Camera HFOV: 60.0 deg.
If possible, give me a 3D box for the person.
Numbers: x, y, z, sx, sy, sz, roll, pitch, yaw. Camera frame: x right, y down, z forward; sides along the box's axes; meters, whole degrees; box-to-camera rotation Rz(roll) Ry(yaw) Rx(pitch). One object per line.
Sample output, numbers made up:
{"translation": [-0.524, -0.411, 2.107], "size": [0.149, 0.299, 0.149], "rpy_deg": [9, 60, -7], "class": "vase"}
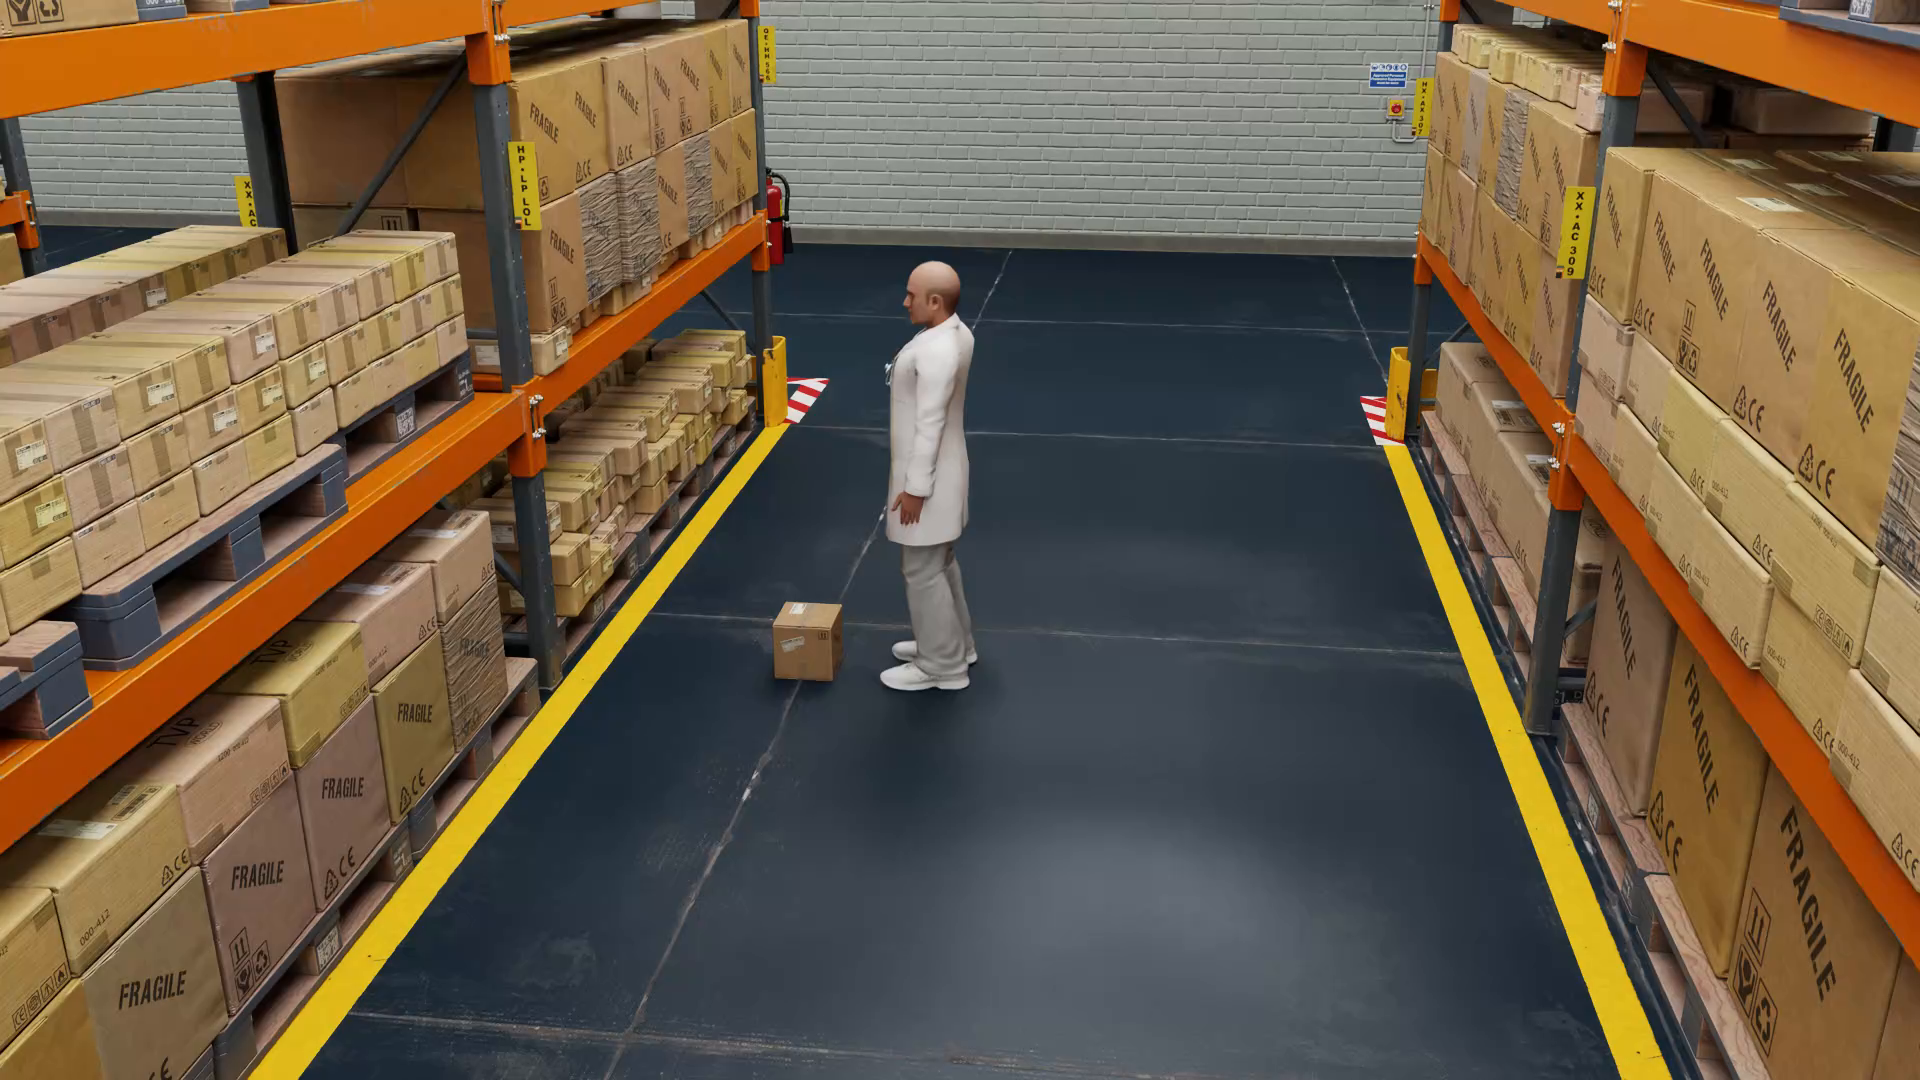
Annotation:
{"translation": [-0.134, -0.250, 6.763], "size": [0.379, 1.775, 0.562], "rpy_deg": [3, 21, 8], "class": "person"}
